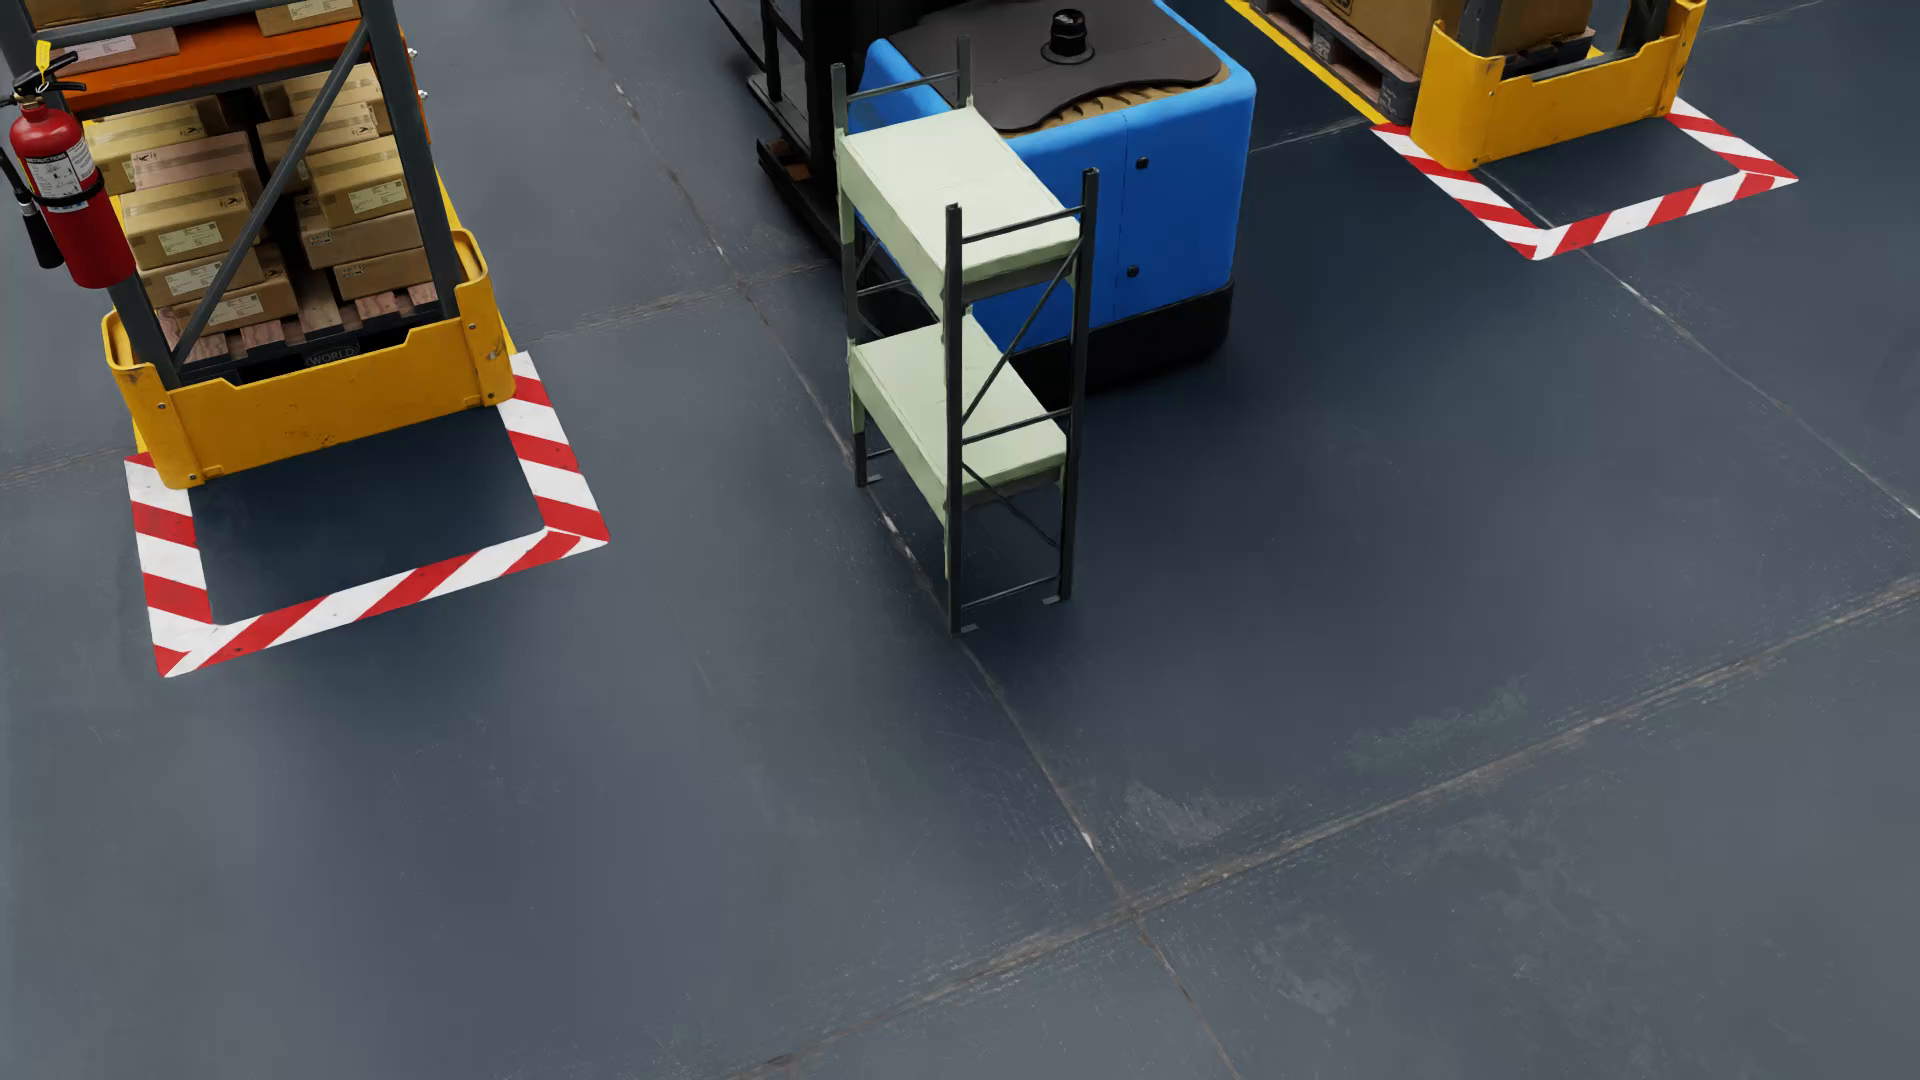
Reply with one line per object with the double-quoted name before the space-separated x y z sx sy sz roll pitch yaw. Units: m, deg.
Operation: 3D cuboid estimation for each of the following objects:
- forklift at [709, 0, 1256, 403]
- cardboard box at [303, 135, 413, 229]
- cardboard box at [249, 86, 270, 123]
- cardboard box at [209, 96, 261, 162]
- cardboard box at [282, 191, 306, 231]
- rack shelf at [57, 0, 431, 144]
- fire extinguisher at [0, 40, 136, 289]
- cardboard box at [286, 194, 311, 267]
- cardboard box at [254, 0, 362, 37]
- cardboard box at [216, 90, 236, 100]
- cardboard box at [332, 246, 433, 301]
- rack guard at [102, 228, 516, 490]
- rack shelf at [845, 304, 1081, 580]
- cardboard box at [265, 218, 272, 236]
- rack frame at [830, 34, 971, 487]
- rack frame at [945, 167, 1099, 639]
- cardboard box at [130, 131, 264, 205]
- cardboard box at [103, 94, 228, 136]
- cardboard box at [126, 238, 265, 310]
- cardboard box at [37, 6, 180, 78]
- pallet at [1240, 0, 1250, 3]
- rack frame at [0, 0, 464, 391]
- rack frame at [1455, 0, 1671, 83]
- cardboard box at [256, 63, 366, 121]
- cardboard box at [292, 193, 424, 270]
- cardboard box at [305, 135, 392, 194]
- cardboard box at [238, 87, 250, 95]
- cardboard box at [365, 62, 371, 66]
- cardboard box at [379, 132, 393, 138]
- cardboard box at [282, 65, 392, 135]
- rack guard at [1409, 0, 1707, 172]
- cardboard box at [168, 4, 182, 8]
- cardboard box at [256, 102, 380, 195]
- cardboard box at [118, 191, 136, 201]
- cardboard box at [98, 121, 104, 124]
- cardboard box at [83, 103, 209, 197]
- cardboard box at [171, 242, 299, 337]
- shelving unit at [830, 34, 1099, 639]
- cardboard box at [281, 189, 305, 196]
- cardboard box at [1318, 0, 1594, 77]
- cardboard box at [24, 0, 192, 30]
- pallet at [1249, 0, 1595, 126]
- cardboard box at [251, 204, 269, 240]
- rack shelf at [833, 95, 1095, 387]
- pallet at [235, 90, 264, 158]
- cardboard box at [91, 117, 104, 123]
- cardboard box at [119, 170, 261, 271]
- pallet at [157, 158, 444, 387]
"forklift" -0.158 -2.493 5.690 1.130 2.935 3.031 -19 48 -18
"cardboard box" -2.003 -1.230 5.668 0.380 0.149 0.250 -20 48 -19
"cardboard box" -2.533 -1.757 6.414 0.380 0.149 0.250 -20 48 -19
"cardboard box" -2.812 -1.474 6.128 0.380 0.149 0.250 -19 48 -18
"cardboard box" -2.316 -1.311 6.174 0.380 0.149 0.250 -18 47 -17
"rack shelf" -2.932 -2.468 6.128 1.077 0.370 4.000 -18 47 -17
"fire extinguisher" -2.404 -0.992 4.441 0.296 0.674 0.183 -18 47 -17
"cardboard box" -2.205 -1.155 6.016 0.380 0.149 0.250 -18 47 -18
"cardboard box" -1.930 -1.663 4.979 0.380 0.149 0.250 -18 48 -18
"cardboard box" -3.149 -1.847 6.717 0.380 0.149 0.250 -17 47 -16
"cardboard box" -2.021 -1.013 5.871 0.380 0.149 0.250 -17 47 -17
"rack guard" -2.123 -0.608 5.510 1.175 0.500 0.348 -18 47 -17
"rack shelf" -0.003 -0.306 4.957 0.431 0.370 0.720 -18 47 -17
"cardboard box" -2.735 -1.186 6.047 0.380 0.149 0.250 -18 47 -18
"rack frame" -0.157 -0.771 4.964 0.400 1.500 0.023 -18 47 -17
"rack frame" 0.151 -0.305 4.491 0.400 1.500 0.023 -18 47 -17
"cardboard box" -2.597 -1.236 5.674 0.380 0.149 0.250 -17 47 -17
"cardboard box" -2.873 -1.547 5.989 0.380 0.149 0.250 -20 48 -19
"cardboard box" -2.572 -0.942 5.588 0.380 0.149 0.250 -19 48 -18
"cardboard box" -2.485 -1.484 4.798 0.380 0.149 0.250 -18 47 -17
"pallet" 1.535 -3.120 8.262 1.003 0.211 1.213 -18 47 -17
"rack frame" -2.091 -1.450 4.583 1.000 3.000 0.127 -18 47 -17
"rack frame" 2.452 -2.850 6.003 1.000 3.000 0.127 -18 47 -17
"cardboard box" -2.397 -1.702 6.147 0.380 0.149 0.250 -20 48 -19
"cardboard box" -2.079 -1.100 5.748 0.380 0.149 0.250 -16 47 -16
"cardboard box" -2.142 -1.291 5.942 0.380 0.149 0.250 -18 47 -18
"cardboard box" -2.684 -1.918 6.577 0.380 0.149 0.250 -16 47 -15
"cardboard box" -2.544 -1.826 6.695 0.380 0.149 0.250 -20 48 -19
"cardboard box" -2.335 -1.616 6.271 0.380 0.149 0.250 -17 47 -16
"cardboard box" -2.218 -1.569 6.011 0.380 0.149 0.250 -18 47 -18
"rack guard" 2.462 -1.945 6.865 1.175 0.500 0.348 -18 47 -17
"cardboard box" -2.555 -1.654 4.969 0.380 0.149 0.250 -18 47 -17
"cardboard box" -2.228 -1.370 5.810 0.380 0.149 0.250 -17 47 -17
"cardboard box" -2.792 -1.273 5.923 0.380 0.149 0.250 -20 48 -19
"cardboard box" -3.022 -1.599 6.254 0.380 0.149 0.250 -17 47 -17
"cardboard box" -2.821 -1.363 5.803 0.380 0.149 0.250 -19 48 -18
"cardboard box" -2.502 -0.858 5.715 0.380 0.149 0.250 -17 47 -17
"shelving unit" -0.003 -0.538 4.728 0.431 1.500 0.755 -18 47 -17
"cardboard box" -2.326 -1.421 6.073 0.380 0.149 0.250 -17 47 -17
"cardboard box" 2.110 -2.627 6.991 0.875 0.875 0.875 -18 47 -17
"cardboard box" -2.514 -1.801 4.657 0.500 0.500 0.500 -17 47 -17
"pallet" 2.044 -2.344 7.475 1.003 0.211 1.213 -18 47 -17
"cardboard box" -2.633 -1.125 5.773 0.380 0.149 0.250 -19 48 -18
"rack shelf" -0.003 -0.816 4.453 0.431 0.370 0.720 -18 47 -17
"pallet" -2.942 -1.810 6.934 1.003 0.211 1.213 -18 47 -17
"cardboard box" -3.036 -1.702 6.146 0.380 0.149 0.250 -16 47 -16
"cardboard box" -2.544 -1.059 5.494 0.380 0.149 0.250 -18 47 -17
"pallet" -2.433 -1.034 6.147 1.003 0.211 1.213 -18 47 -17
